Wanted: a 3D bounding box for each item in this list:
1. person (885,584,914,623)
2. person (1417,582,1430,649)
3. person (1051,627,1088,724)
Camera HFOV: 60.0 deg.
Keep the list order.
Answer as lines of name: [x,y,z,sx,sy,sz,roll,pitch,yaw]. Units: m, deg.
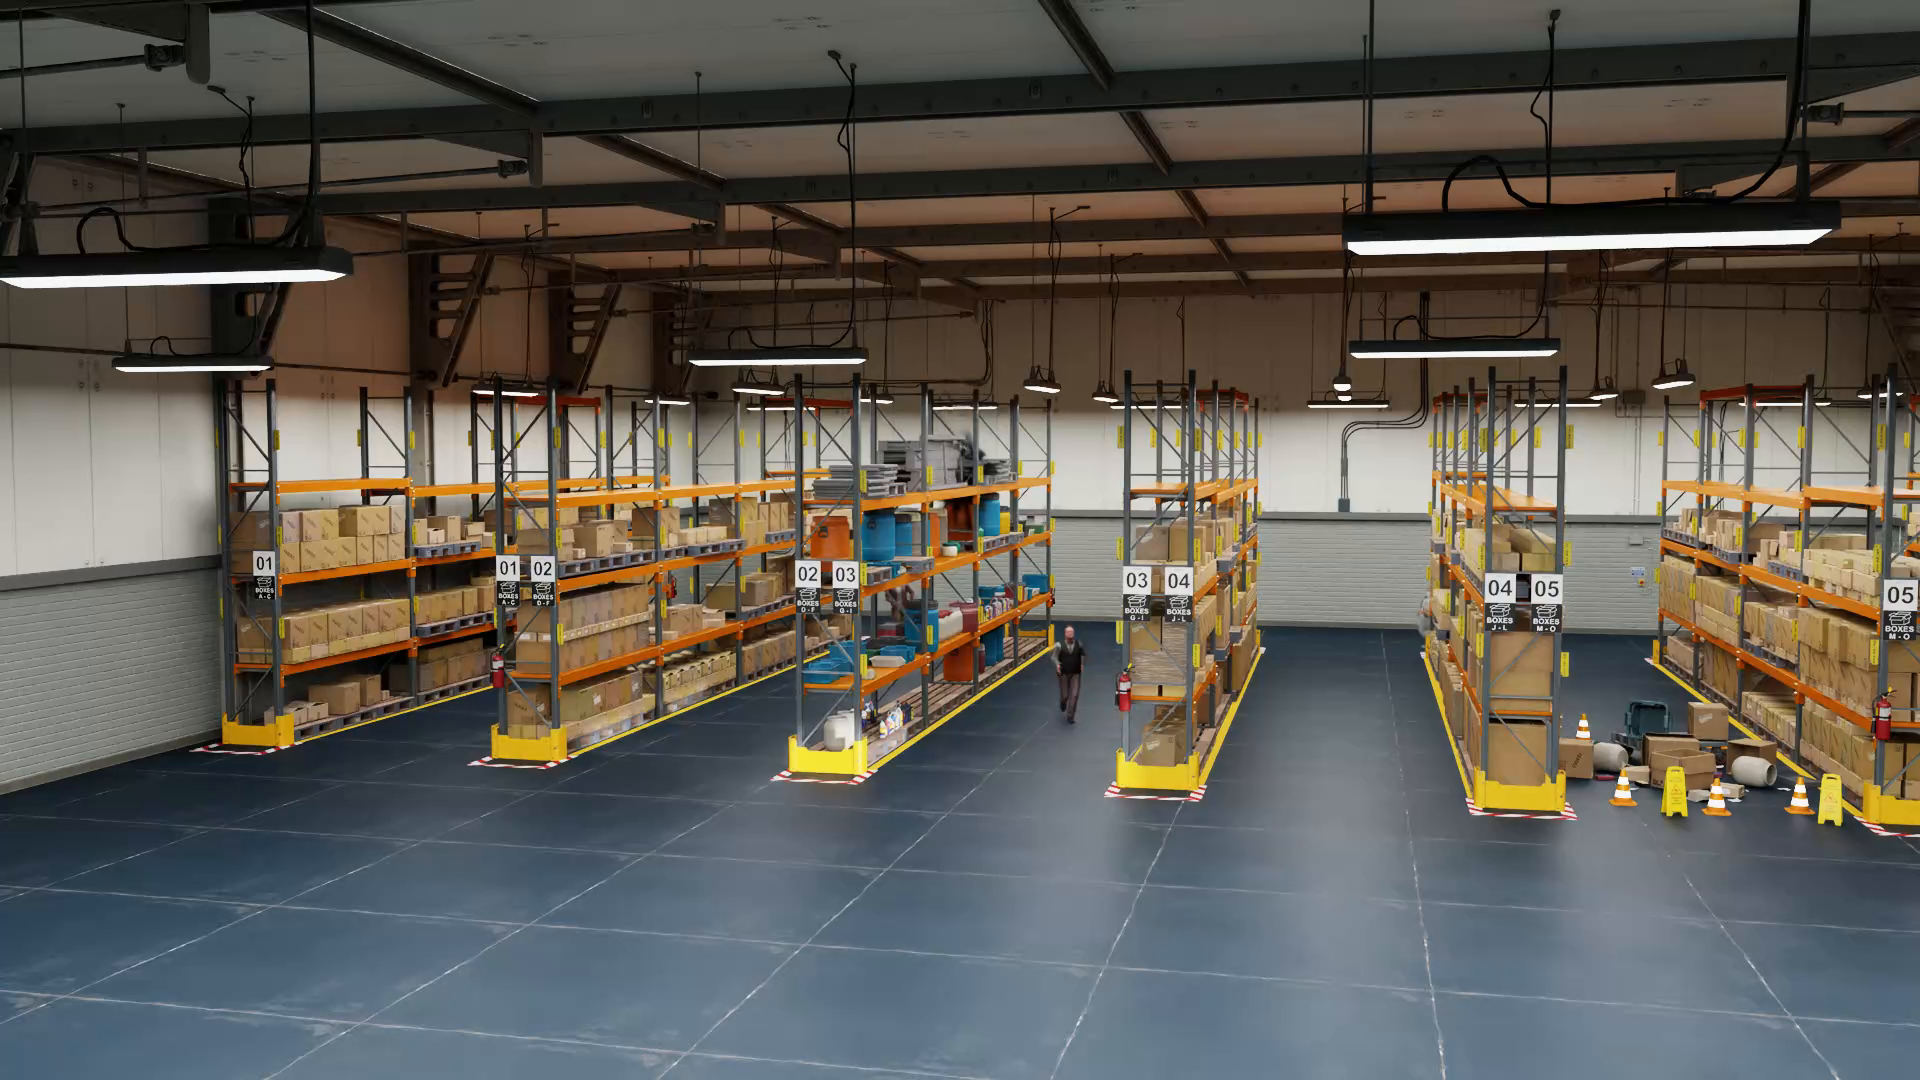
person: [-1.476,1.697,40.783,0.706,1.721,0.588,0,3,-1]
person: [11.162,1.772,39.655,0.587,1.689,0.747,2,4,33]
person: [1.956,2.392,29.610,0.661,1.691,0.686,0,3,-4]
